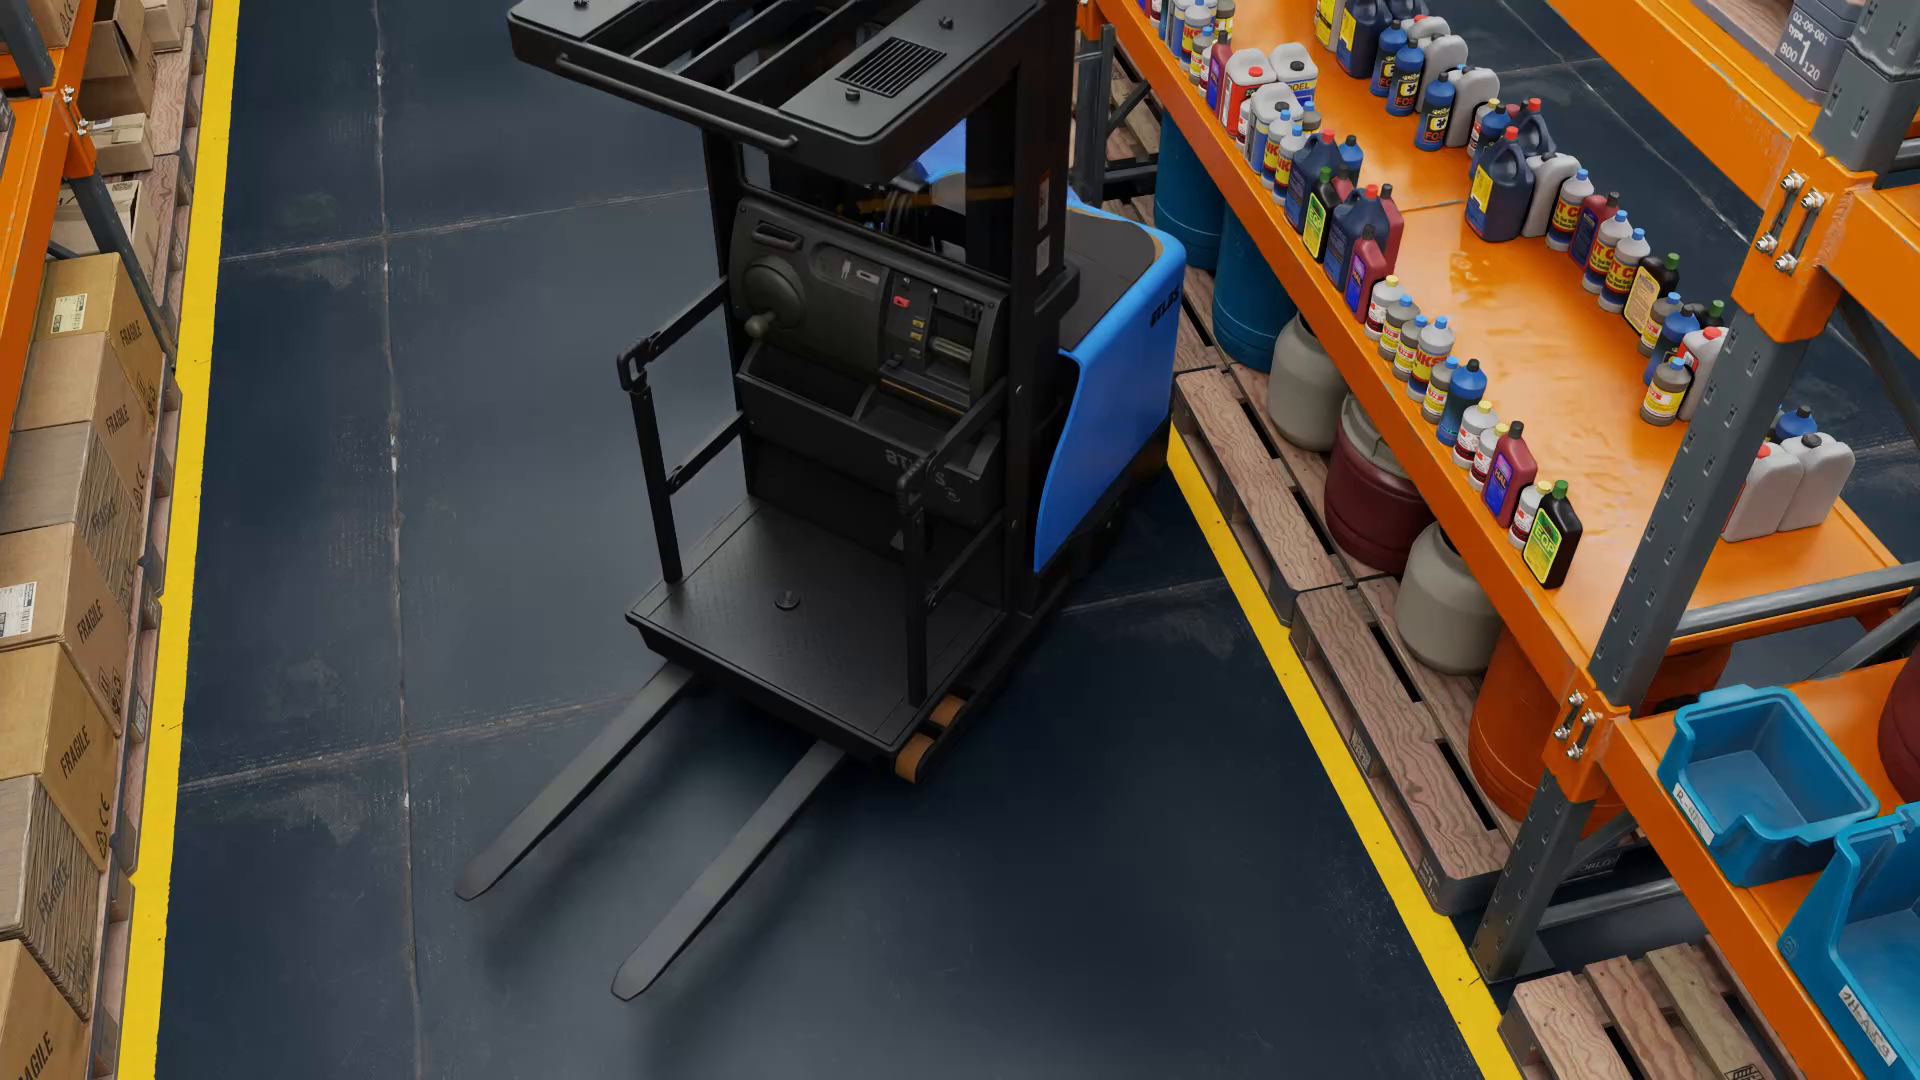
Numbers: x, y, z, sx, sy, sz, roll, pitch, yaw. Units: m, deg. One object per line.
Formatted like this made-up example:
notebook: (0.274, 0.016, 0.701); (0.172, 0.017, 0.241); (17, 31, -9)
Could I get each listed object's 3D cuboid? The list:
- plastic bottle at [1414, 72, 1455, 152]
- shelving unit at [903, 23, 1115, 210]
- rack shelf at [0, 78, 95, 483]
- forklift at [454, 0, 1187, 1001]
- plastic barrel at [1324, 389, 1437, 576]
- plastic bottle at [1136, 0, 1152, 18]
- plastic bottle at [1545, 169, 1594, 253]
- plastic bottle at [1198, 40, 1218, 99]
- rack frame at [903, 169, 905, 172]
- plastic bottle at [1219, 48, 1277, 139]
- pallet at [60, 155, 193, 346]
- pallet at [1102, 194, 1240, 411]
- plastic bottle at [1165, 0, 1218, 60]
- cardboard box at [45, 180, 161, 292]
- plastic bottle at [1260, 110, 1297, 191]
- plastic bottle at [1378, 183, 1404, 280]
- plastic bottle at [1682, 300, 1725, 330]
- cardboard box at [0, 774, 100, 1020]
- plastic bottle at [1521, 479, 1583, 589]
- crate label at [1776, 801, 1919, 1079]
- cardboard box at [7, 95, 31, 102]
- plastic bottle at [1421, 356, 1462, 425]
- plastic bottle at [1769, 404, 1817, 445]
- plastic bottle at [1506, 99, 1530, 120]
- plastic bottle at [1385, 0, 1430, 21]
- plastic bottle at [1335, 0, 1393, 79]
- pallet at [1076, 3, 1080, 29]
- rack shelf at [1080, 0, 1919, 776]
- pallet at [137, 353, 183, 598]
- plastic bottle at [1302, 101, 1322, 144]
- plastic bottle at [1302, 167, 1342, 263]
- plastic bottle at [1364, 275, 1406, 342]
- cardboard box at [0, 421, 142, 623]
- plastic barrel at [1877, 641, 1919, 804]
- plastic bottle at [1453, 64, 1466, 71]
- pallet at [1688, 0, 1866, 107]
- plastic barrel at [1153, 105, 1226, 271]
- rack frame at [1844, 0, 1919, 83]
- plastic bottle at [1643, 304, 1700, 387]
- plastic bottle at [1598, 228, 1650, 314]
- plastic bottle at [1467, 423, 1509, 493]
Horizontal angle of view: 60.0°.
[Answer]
plastic bottle: (1.626, -1.471, 5.681); (0.097, 0.271, 0.097); (0, 46, 0)
shelving unit: (0.131, -1.592, 6.760); (0.538, 1.500, 1.048); (-16, 48, -15)
rack shelf: (-3.265, -0.082, 4.734); (1.077, 0.370, 4.000); (-11, 47, -10)
forklift: (-0.409, -0.615, 4.800); (1.130, 2.935, 3.031); (24, 50, 22)
plastic barrel: (1.605, -0.273, 5.812); (0.600, 0.588, 0.708); (-11, 47, -10)
plastic bottle: (0.728, -2.154, 6.342); (0.061, 0.283, 0.133); (-11, 47, -10)
plastic bottle: (1.939, -1.051, 5.270); (0.097, 0.271, 0.097); (0, 46, 0)
plastic bottle: (0.909, -1.687, 5.942); (0.097, 0.201, 0.097); (0, 46, 0)
rack frame: (-0.054, -1.930, 7.092); (0.500, 1.500, 0.032); (-16, 48, -15)
plastic bottle: (0.999, -1.546, 5.752); (0.152, 0.276, 0.135); (-11, 47, -10)
pallet: (-3.952, -1.213, 7.291); (1.003, 0.211, 1.213); (-11, 47, -10)
pallet: (1.169, -1.101, 7.182); (1.003, 0.211, 1.213); (-11, 47, -10)
plastic bottle: (0.856, -1.933, 6.131); (0.152, 0.276, 0.135); (-11, 47, -10)
cardboard box: (-3.676, -1.257, 6.956); (0.500, 0.311, 0.500); (-11, 47, -10)
plastic bottle: (1.062, -1.299, 5.513); (0.097, 0.271, 0.097); (0, 46, 0)
plastic bottle: (1.319, -0.960, 5.172); (0.061, 0.283, 0.133); (-11, 47, -10)
plastic bottle: (2.129, -0.593, 4.813); (0.061, 0.283, 0.133); (-11, 47, -10)
cardboard box: (-2.733, 1.041, 4.572); (0.500, 0.500, 0.500); (-12, 47, -12)
plastic bottle: (1.520, -0.017, 4.248); (0.061, 0.283, 0.133); (-11, 47, -10)
crate label: (2.029, 0.867, 3.276); (0.502, 0.435, 0.616); (-11, 47, -10)
cardboard box: (-4.389, -1.787, 7.476); (0.500, 0.311, 0.500); (-11, 47, -10)
plastic bottle: (1.374, -0.432, 4.712); (0.097, 0.201, 0.097); (0, 46, 0)
plastic bottle: (2.234, -0.254, 4.489); (0.097, 0.271, 0.097); (0, 46, 0)
plastic bottle: (1.845, -1.359, 5.563); (0.061, 0.283, 0.133); (-11, 47, -10)
plastic bottle: (1.611, -1.898, 6.045); (0.144, 0.351, 0.185); (-11, 47, -10)
plastic bottle: (1.472, -1.872, 6.019); (0.144, 0.351, 0.185); (-11, 47, -10)
pallet: (0.470, -2.986, 9.029); (1.003, 0.211, 1.213); (-11, 47, -10)
rack shelf: (1.524, -0.985, 5.619); (1.077, 0.370, 4.000); (-11, 47, -10)
pallet: (-3.533, -0.184, 6.283); (1.003, 0.211, 1.213); (-11, 47, -10)
plastic bottle: (1.174, -1.395, 5.656); (0.097, 0.201, 0.097); (0, 46, 0)
plastic bottle: (1.146, -1.025, 5.236); (0.061, 0.283, 0.133); (-11, 47, -10)
plastic bottle: (1.275, -0.701, 4.976); (0.097, 0.201, 0.097); (0, 46, 0)
cardboard box: (-3.128, -0.016, 5.608); (0.500, 0.500, 0.500); (-10, 46, -10)
plastic barrel: (2.448, 0.361, 3.701); (0.600, 0.536, 0.708); (-11, 47, -10)
plastic bottle: (1.739, -1.567, 5.824); (0.097, 0.201, 0.097); (0, 46, 0)
pallet: (1.935, -1.386, 3.540); (1.003, 0.211, 1.213); (-11, 47, -10)
plastic barrel: (1.135, -1.652, 6.944); (0.600, 0.901, 0.708); (-11, 47, -10)
rack frame: (2.036, -1.956, 1.866); (1.000, 3.000, 0.127); (-11, 47, -10)
plastic bottle: (2.057, -0.562, 4.791); (0.097, 0.271, 0.097); (0, 46, 0)
plastic bottle: (2.023, -0.825, 5.048); (0.097, 0.271, 0.097); (0, 46, 0)
plastic bottle: (1.449, -0.230, 4.515); (0.097, 0.201, 0.097); (0, 46, 0)
